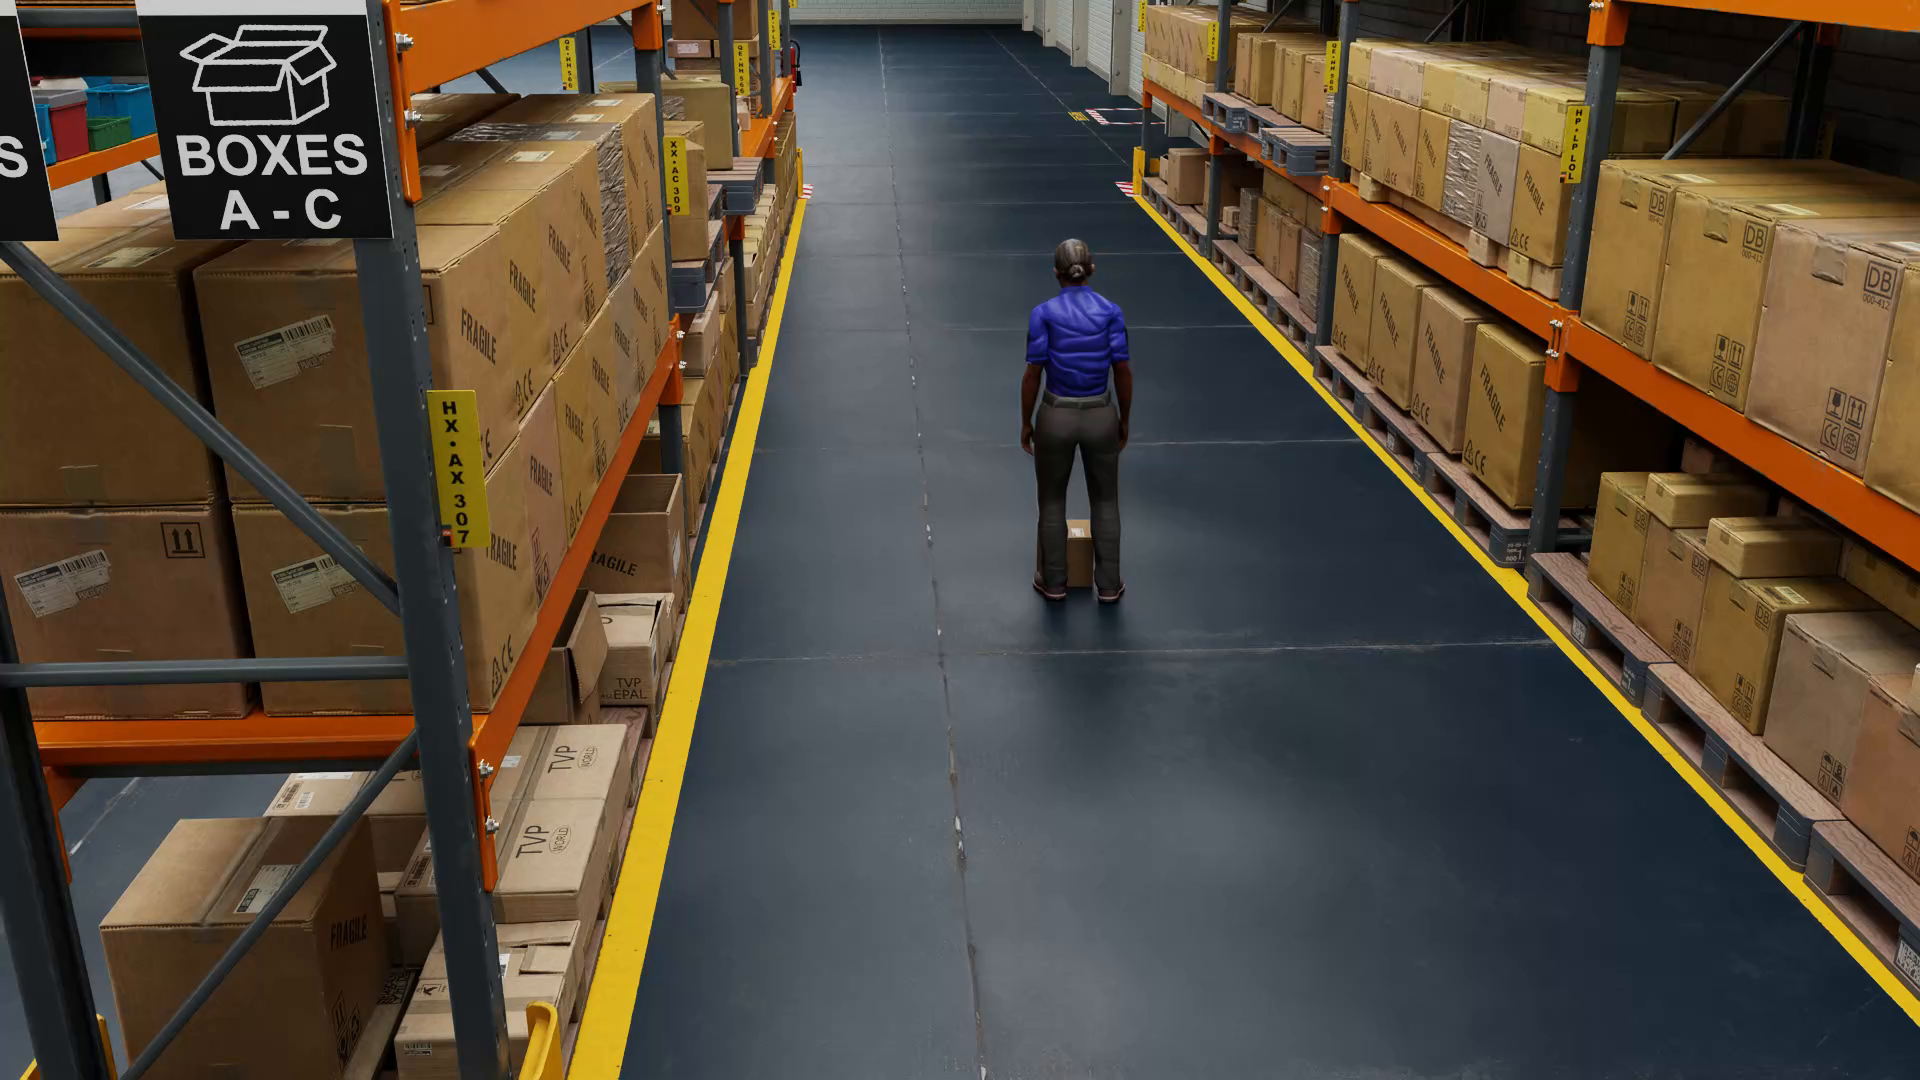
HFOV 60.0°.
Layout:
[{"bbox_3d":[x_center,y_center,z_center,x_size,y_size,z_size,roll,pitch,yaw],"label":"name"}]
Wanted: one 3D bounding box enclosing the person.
[{"bbox_3d":[0.529,-0.520,7.476,0.503,1.654,0.397,-1,21,-3],"label":"person"}]
